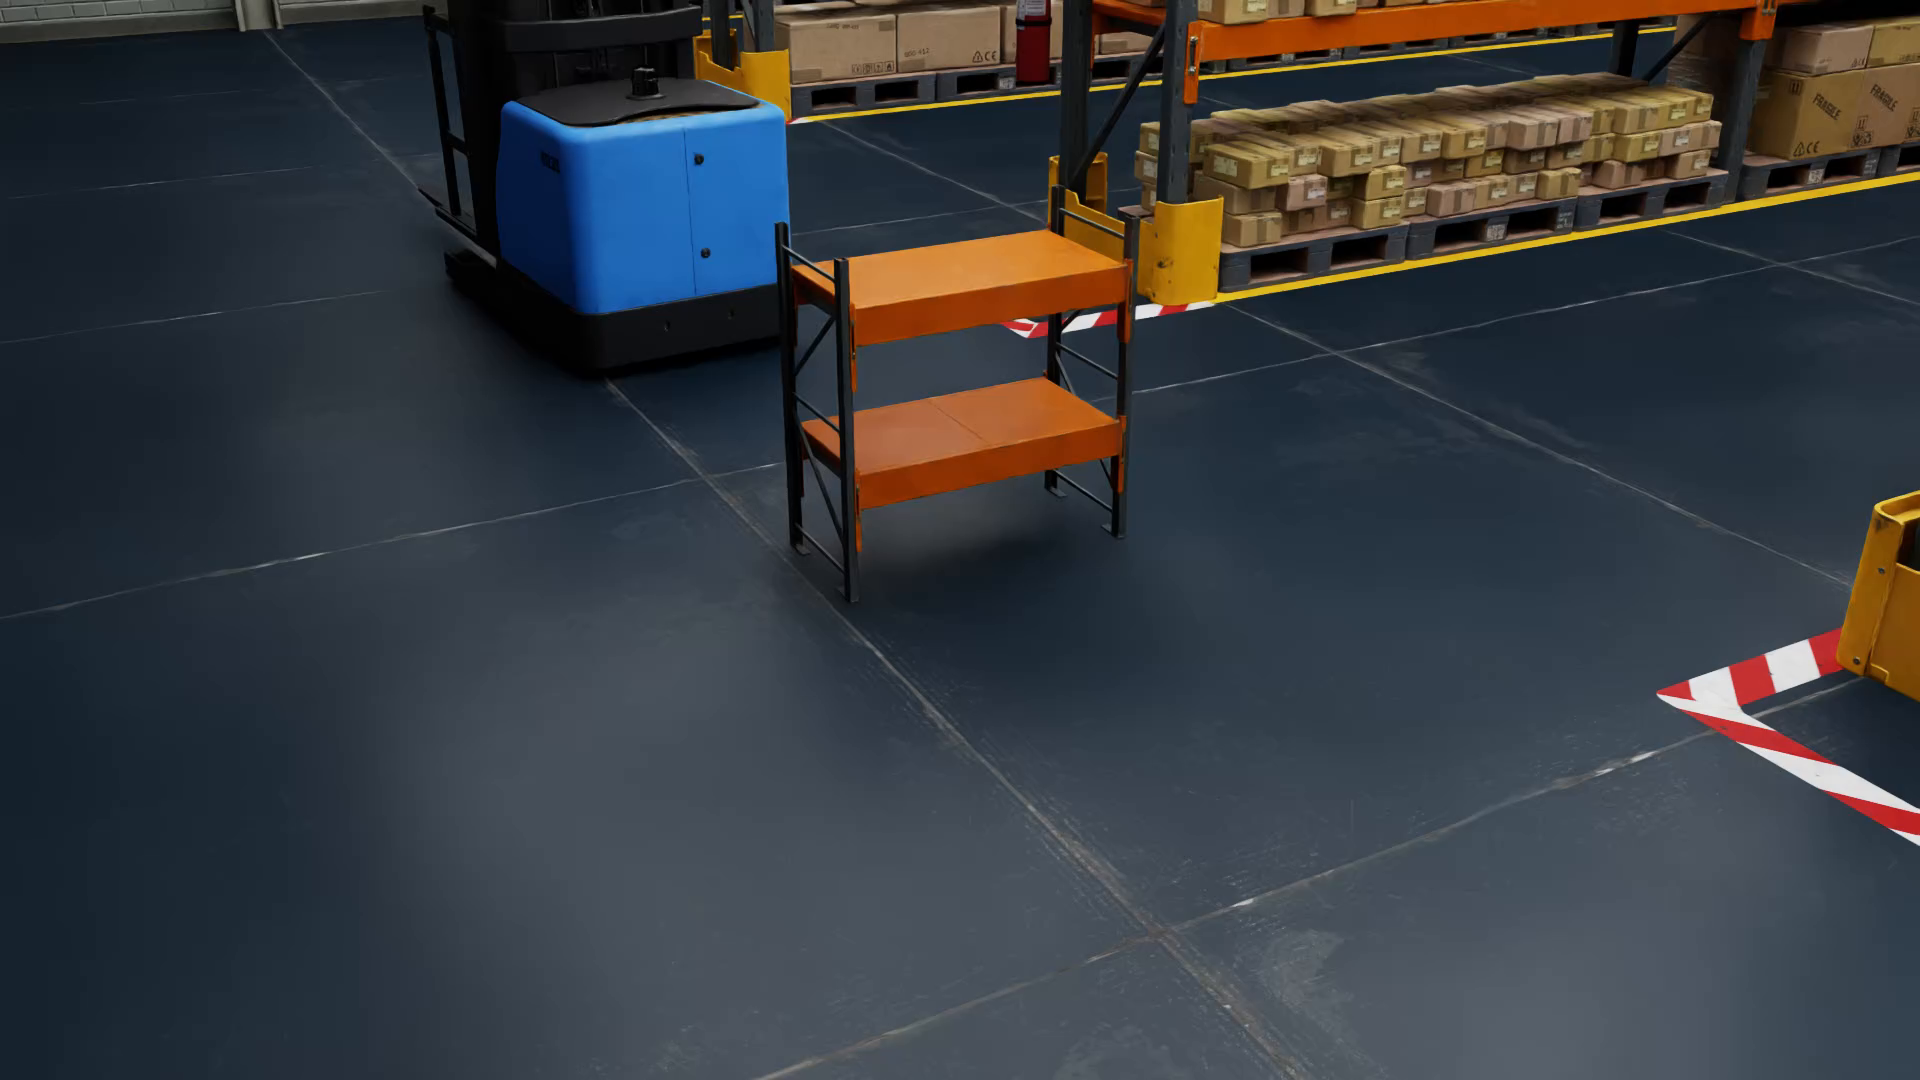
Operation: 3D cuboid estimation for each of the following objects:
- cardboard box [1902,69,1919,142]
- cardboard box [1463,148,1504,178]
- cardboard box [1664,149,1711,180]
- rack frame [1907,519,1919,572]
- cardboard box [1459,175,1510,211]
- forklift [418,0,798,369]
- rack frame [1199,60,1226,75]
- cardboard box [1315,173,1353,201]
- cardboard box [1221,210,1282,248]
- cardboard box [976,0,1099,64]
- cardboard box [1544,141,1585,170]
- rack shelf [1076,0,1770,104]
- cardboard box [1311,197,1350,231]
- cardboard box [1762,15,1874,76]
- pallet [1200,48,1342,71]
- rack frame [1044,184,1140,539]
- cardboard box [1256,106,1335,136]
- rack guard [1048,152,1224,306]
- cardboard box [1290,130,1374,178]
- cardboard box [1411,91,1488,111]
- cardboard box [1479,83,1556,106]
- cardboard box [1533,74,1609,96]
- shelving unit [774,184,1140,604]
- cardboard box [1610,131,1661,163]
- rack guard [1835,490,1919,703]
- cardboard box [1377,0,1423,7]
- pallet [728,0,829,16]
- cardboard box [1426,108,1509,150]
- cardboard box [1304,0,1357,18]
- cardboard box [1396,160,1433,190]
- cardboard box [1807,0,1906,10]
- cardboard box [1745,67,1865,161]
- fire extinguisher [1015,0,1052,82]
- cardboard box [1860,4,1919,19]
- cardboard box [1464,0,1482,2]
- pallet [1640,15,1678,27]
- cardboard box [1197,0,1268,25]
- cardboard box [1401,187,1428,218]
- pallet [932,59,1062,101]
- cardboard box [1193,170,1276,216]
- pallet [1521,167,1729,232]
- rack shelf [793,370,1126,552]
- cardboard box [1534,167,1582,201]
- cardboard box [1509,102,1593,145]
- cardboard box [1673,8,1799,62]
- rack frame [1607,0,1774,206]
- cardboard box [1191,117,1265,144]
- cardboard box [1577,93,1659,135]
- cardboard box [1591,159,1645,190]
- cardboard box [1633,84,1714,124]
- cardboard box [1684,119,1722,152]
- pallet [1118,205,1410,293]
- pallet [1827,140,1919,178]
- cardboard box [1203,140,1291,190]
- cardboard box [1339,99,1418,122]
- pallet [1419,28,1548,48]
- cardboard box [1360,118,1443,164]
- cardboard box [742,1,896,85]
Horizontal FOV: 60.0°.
[{"bbox_3d":[6.037,-2.874,10.673,0.500,0.500,0.500,-12,28,-24],"label":"cardboard box"},{"bbox_3d":[2.764,-2.115,9.155,0.250,0.149,0.380,-12,28,-23],"label":"cardboard box"},{"bbox_3d":[4.152,-2.236,9.750,0.250,0.149,0.380,-13,28,-24],"label":"cardboard box"},{"bbox_3d":[3.053,-0.812,3.976,0.127,3.000,1.000,-13,29,-25],"label":"rack frame"},{"bbox_3d":[2.780,-1.936,9.125,0.250,0.149,0.380,-13,29,-25],"label":"cardboard box"},{"bbox_3d":[-1.958,-2.644,7.871,1.130,2.935,3.031,-15,30,-29],"label":"forklift"},{"bbox_3d":[1.920,-5.412,13.556,0.127,3.000,1.000,-13,29,-25],"label":"rack frame"},{"bbox_3d":[1.834,-1.892,8.690,0.250,0.149,0.380,-13,28,-24],"label":"cardboard box"},{"bbox_3d":[1.422,-1.616,8.458,0.250,0.149,0.380,-12,28,-24],"label":"cardboard box"},{"bbox_3d":[0.525,-4.177,13.458,0.875,0.438,0.875,-14,29,-27],"label":"cardboard box"},{"bbox_3d":[3.266,-2.200,9.332,0.250,0.149,0.380,-12,28,-24],"label":"cardboard box"},{"bbox_3d":[2.573,-2.810,8.969,4.000,0.370,1.077,-13,29,-25],"label":"rack shelf"},{"bbox_3d":[1.830,-1.754,8.745,0.250,0.149,0.380,-13,28,-25],"label":"cardboard box"},{"bbox_3d":[5.114,-2.992,10.052,0.500,0.250,0.500,-14,29,-27],"label":"cardboard box"},{"bbox_3d":[2.565,-4.341,14.547,1.213,0.211,1.003,-13,29,-25],"label":"pallet"},{"bbox_3d":[0.443,-0.609,5.719,0.032,1.125,0.500,-13,29,-25],"label":"rack frame"},{"bbox_3d":[1.832,-2.263,9.119,0.250,0.149,0.380,-14,29,-27],"label":"cardboard box"},{"bbox_3d":[0.876,-1.616,8.538,0.348,0.500,1.175,-13,29,-25],"label":"rack guard"},{"bbox_3d":[1.900,-1.981,8.532,0.250,0.149,0.380,-13,29,-25],"label":"cardboard box"},{"bbox_3d":[2.782,-2.450,9.508,0.250,0.149,0.380,-14,29,-27],"label":"cardboard box"},{"bbox_3d":[3.246,-2.558,9.732,0.250,0.149,0.380,-14,29,-26],"label":"cardboard box"},{"bbox_3d":[3.666,-2.690,10.008,0.250,0.149,0.380,-12,28,-23],"label":"cardboard box"},{"bbox_3d":[-0.006,-0.506,5.504,1.048,1.125,0.538,-13,29,-25],"label":"shelving unit"},{"bbox_3d":[3.749,-2.273,9.484,0.250,0.149,0.380,-14,29,-27],"label":"cardboard box"},{"bbox_3d":[3.032,0.319,4.507,0.348,0.500,1.175,-13,29,-25],"label":"rack guard"},{"bbox_3d":[2.131,-2.808,8.423,0.250,0.149,0.380,-13,29,-26],"label":"cardboard box"},{"bbox_3d":[-2.104,-5.660,17.295,1.213,0.211,1.003,-13,29,-25],"label":"pallet"},{"bbox_3d":[2.760,-2.240,9.071,0.250,0.149,0.380,-13,29,-25],"label":"cardboard box"},{"bbox_3d":[1.716,-2.657,8.108,0.250,0.149,0.380,-14,29,-27],"label":"cardboard box"},{"bbox_3d":[2.301,-1.993,8.900,0.250,0.149,0.380,-14,29,-28],"label":"cardboard box"},{"bbox_3d":[5.796,-3.403,10.909,0.500,0.250,0.500,-14,29,-27],"label":"cardboard box"},{"bbox_3d":[5.115,-2.654,10.214,0.500,0.500,0.500,-12,28,-23],"label":"cardboard box"},{"bbox_3d":[0.369,-2.649,8.322,0.183,0.674,0.296,-13,29,-25],"label":"fire extinguisher"},{"bbox_3d":[6.035,-3.204,10.493,0.500,0.250,0.500,-12,28,-23],"label":"cardboard box"},{"bbox_3d":[2.601,-2.892,8.598,0.250,0.149,0.380,-12,28,-23],"label":"cardboard box"},{"bbox_3d":[7.214,-5.375,16.701,1.213,0.211,1.003,-13,29,-25],"label":"pallet"},{"bbox_3d":[1.249,-2.555,7.896,0.250,0.149,0.380,-13,29,-26],"label":"cardboard box"},{"bbox_3d":[2.287,-1.852,8.951,0.250,0.149,0.380,-13,29,-25],"label":"cardboard box"},{"bbox_3d":[0.134,-3.779,13.378,1.213,0.211,1.003,-13,29,-25],"label":"pallet"},{"bbox_3d":[1.392,-1.774,8.444,0.250,0.149,0.380,-12,28,-23],"label":"cardboard box"},{"bbox_3d":[3.762,-2.134,9.952,1.213,0.211,1.003,-13,29,-25],"label":"pallet"},{"bbox_3d":[-0.006,-0.285,5.609,1.000,0.278,0.538,-13,29,-25],"label":"rack shelf"},{"bbox_3d":[3.239,-2.025,9.311,0.250,0.149,0.380,-13,29,-25],"label":"cardboard box"},{"bbox_3d":[3.262,-2.308,9.213,0.250,0.149,0.380,-15,29,-28],"label":"cardboard box"},{"bbox_3d":[4.876,-3.191,10.466,0.500,0.250,0.500,-14,29,-26],"label":"cardboard box"},{"bbox_3d":[4.338,-3.542,9.661,0.127,3.000,1.000,-13,29,-25],"label":"rack frame"},{"bbox_3d":[1.405,-2.133,8.849,0.250,0.149,0.380,-12,28,-24],"label":"cardboard box"},{"bbox_3d":[3.724,-2.422,9.450,0.250,0.149,0.380,-13,29,-26],"label":"cardboard box"},{"bbox_3d":[3.681,-2.137,9.543,0.250,0.149,0.380,-14,29,-27],"label":"cardboard box"},{"bbox_3d":[4.147,-2.542,9.701,0.250,0.149,0.380,-12,28,-24],"label":"cardboard box"},{"bbox_3d":[4.210,-2.395,9.737,0.250,0.149,0.380,-12,28,-24],"label":"cardboard box"},{"bbox_3d":[1.609,-1.638,8.917,1.213,0.211,1.003,-13,29,-25],"label":"pallet"},{"bbox_3d":[6.102,-2.694,11.117,1.213,0.211,1.003,-13,29,-25],"label":"pallet"},{"bbox_3d":[1.431,-1.876,8.314,0.250,0.149,0.380,-14,29,-27],"label":"cardboard box"},{"bbox_3d":[2.328,-2.350,9.301,0.250,0.149,0.380,-14,29,-27],"label":"cardboard box"},{"bbox_3d":[4.718,-4.838,15.582,1.213,0.211,1.003,-13,29,-25],"label":"pallet"},{"bbox_3d":[2.329,-2.116,8.813,0.250,0.149,0.380,-12,28,-23],"label":"cardboard box"},{"bbox_3d":[-1.075,-3.804,12.682,0.875,0.438,0.875,-14,29,-27],"label":"cardboard box"}]
